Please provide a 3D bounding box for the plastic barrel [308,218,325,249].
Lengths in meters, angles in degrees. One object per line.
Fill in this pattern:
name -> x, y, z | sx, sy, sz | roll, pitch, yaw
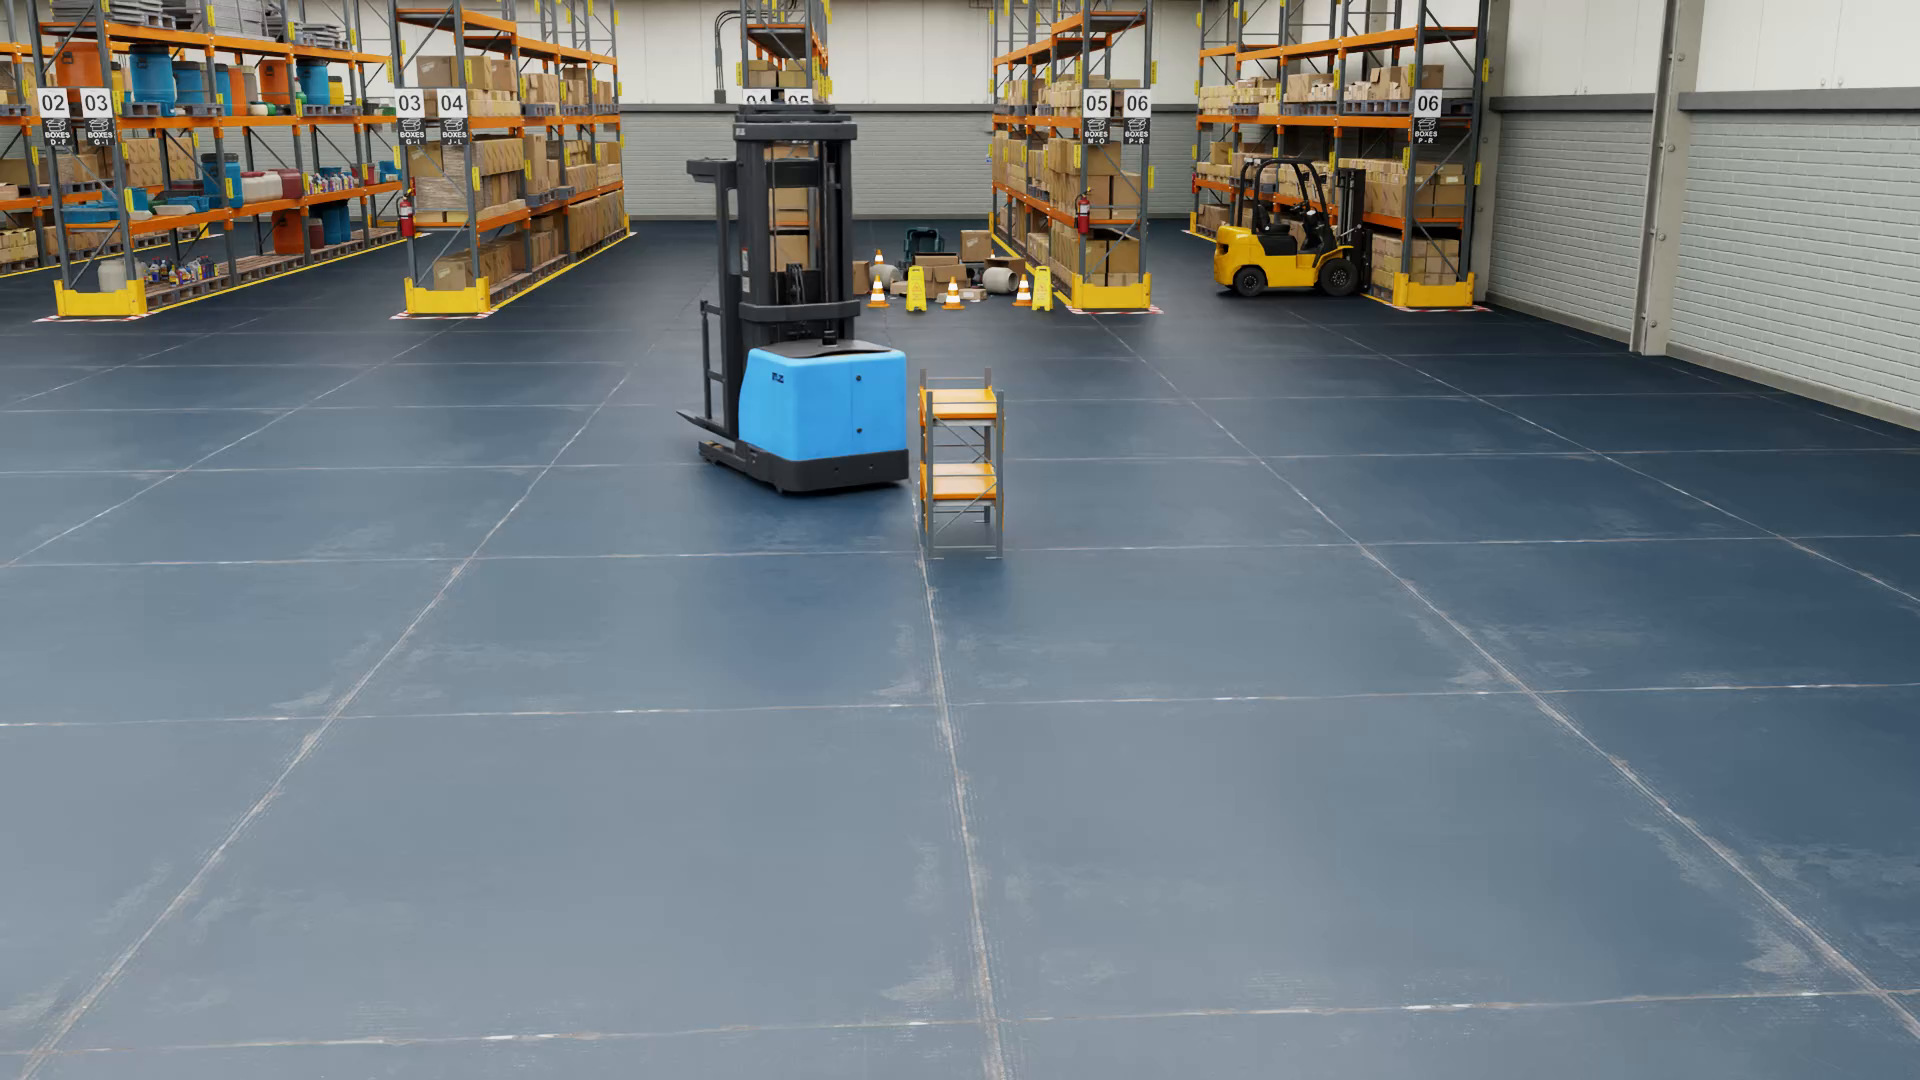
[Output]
plastic barrel -> -13.150, -6.183, 33.534 | 0.600, 0.588, 0.708 | -1, 14, -3

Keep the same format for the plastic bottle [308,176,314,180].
plastic bottle -> -13.609, -7.468, 34.781 | 0.152, 0.276, 0.135 | -1, 14, -3

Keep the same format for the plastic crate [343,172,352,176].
plastic crate -> -13.741, -8.214, 37.648 | 0.416, 0.233, 0.300 | -1, 14, -3

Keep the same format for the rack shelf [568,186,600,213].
rack shelf -> -8.213, -6.971, 34.043 | 1.077, 0.370, 4.000 | -1, 14, -3

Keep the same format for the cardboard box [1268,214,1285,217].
cardboard box -> 6.425, -6.546, 33.819 | 0.380, 0.149, 0.250 | -2, 15, -6

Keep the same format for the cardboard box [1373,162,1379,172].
cardboard box -> 6.840, -5.971, 26.614 | 0.380, 0.149, 0.250 | -1, 14, -2

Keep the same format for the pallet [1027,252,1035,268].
pallet -> 1.849, -5.430, 32.207 | 1.003, 0.211, 1.213 | -1, 14, -3

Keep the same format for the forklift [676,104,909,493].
forklift -> -1.565, -2.100, 13.805 | 1.130, 2.935, 3.031 | -8, 16, -28

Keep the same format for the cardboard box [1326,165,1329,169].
cardboard box -> 6.764, -6.627, 29.761 | 0.380, 0.149, 0.250 | -1, 14, -3

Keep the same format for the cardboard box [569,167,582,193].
cardboard box -> -7.917, -7.251, 33.487 | 0.500, 0.500, 0.500 | -1, 14, -4

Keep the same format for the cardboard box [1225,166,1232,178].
cardboard box -> 6.233, -8.241, 37.242 | 0.500, 0.250, 0.500 | -1, 14, -2

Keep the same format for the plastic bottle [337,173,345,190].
plastic bottle -> -12.885, -7.447, 34.548 | 0.144, 0.351, 0.185 | -1, 14, -3

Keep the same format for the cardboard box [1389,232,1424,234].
cardboard box -> 7.331, -4.917, 27.287 | 0.500, 0.250, 0.500 | -1, 14, -5

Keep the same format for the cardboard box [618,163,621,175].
cardboard box -> -8.290, -8.766, 39.282 | 0.500, 0.250, 0.500 | -1, 14, -4

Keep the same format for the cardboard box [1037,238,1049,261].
cardboard box -> 1.922, -5.393, 30.897 | 0.950, 0.372, 0.625 | 0, 14, -2

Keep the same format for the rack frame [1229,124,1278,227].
rack frame -> 6.508, -8.047, 36.782 | 1.000, 3.000, 0.127 | -1, 14, -3

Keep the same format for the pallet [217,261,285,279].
pallet -> -12.951, -4.899, 30.143 | 1.003, 0.211, 1.213 | -1, 14, -3

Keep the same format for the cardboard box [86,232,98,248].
cardboard box -> -17.821, -6.175, 33.638 | 0.500, 0.500, 0.500 | -1, 14, -5

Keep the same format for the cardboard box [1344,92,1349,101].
cardboard box -> 6.728, -7.524, 28.190 | 0.380, 0.149, 0.250 | -1, 14, -2

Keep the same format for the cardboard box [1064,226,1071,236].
cardboard box -> 1.871, -4.948, 26.605 | 0.380, 0.149, 0.250 | 0, 14, -1

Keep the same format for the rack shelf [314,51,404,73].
rack shelf -> -13.404, -10.601, 36.914 | 1.077, 0.370, 4.000 | -1, 14, -3

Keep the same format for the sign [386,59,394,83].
sign -> -8.149, -6.710, 23.789 | 0.100, 0.325, 0.005 | -1, 14, -3

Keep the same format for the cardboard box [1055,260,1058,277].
cardboard box -> 1.861, -4.568, 27.937 | 0.500, 0.250, 0.500 | 0, 14, 0

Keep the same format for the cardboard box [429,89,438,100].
cardboard box -> -7.821, -6.536, 24.391 | 0.380, 0.149, 0.250 | -1, 14, -5

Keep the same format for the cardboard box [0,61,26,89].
cardboard box -> -17.997, -8.764, 31.341 | 0.500, 0.500, 0.500 | -1, 14, -3

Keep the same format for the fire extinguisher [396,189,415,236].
fire extinguisher -> -8.046, -4.759, 24.159 | 0.296, 0.674, 0.183 | -1, 14, -3

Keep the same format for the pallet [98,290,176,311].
pallet -> -12.634, -3.626, 25.194 | 1.003, 0.211, 1.213 | -1, 14, -3

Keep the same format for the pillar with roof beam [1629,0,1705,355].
pillar with roof beam -> 4.183, -6.596, 19.105 | 9.100, 9.000, 0.400 | -1, 14, -3

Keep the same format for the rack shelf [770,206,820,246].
rack shelf -> -2.761, -5.033, 26.510 | 1.077, 0.370, 4.000 | -1, 14, -3

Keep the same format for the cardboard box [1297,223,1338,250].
cardboard box -> 6.871, -5.620, 31.274 | 0.875, 0.625, 0.625 | -1, 15, -6

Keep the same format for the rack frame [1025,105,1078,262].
rack frame -> 1.802, -6.975, 32.615 | 1.000, 3.000, 0.127 | -1, 14, -3

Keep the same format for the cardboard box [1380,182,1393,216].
cardboard box -> 6.936, -5.359, 26.133 | 0.500, 0.500, 0.500 | 0, 14, -2

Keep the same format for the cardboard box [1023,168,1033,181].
cardboard box -> 1.518, -7.261, 33.024 | 0.500, 0.250, 0.500 | -1, 14, -4

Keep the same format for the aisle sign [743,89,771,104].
aisle sign -> -2.932, -6.120, 24.077 | 0.394, 0.787, 0.004 | -1, 14, -3

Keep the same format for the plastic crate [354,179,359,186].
plastic crate -> -13.167, -7.759, 36.073 | 0.396, 0.136, 0.243 | -1, 14, -3

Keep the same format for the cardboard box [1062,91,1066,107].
cardboard box -> 1.896, -7.012, 26.444 | 0.500, 0.250, 0.500 | -1, 14, -3

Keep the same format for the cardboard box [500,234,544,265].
cardboard box -> -7.904, -5.241, 30.008 | 0.700, 0.500, 0.500 | -2, 15, -8

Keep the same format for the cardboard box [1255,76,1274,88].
cardboard box -> 6.595, -9.900, 35.995 | 0.396, 0.266, 0.258 | -1, 14, -4

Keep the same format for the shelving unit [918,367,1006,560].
shelving unit -> 0.000, -0.546, 11.393 | 0.538, 1.125, 1.048 | -1, 14, -3

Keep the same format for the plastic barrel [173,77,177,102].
plastic barrel -> -12.954, -7.351, 26.988 | 0.421, 0.512, 0.421 | 0, 14, 0

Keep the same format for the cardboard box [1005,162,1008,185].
cardboard box -> 1.270, -8.129, 36.902 | 0.500, 0.500, 0.500 | -1, 14, -3

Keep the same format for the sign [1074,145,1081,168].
sign -> 1.742, -5.695, 24.684 | 0.100, 0.325, 0.005 | -1, 14, -3

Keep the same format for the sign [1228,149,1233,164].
sign -> 5.967, -8.456, 36.635 | 0.100, 0.325, 0.005 | -1, 14, -3

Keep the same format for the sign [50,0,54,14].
sign -> -18.767, -11.057, 34.407 | 0.100, 0.325, 0.005 | -1, 14, -3

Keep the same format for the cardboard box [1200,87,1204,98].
cardboard box -> 6.037, -10.694, 39.750 | 0.500, 0.250, 0.500 | -1, 14, -4

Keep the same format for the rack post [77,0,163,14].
rack post -> -12.688, -8.106, 25.123 | 0.937, 0.300, 0.954 | -1, 14, -4

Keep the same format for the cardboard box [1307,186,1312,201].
cardboard box -> 6.674, -6.355, 30.507 | 0.500, 0.250, 0.500 | -1, 14, -3

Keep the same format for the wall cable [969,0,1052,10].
wall cable -> 1.423, -13.291, 45.124 | 2.355, 3.000, 0.029 | -1, 14, -3

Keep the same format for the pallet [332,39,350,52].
pallet -> -13.199, -10.155, 34.117 | 1.003, 0.211, 1.213 | -1, 14, -3

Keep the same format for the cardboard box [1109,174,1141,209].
cardboard box -> 2.545, -5.300, 25.307 | 0.500, 0.500, 0.500 | -1, 14, -4

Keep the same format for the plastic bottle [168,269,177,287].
plastic bottle -> -12.338, -4.103, 26.046 | 0.097, 0.271, 0.097 | 0, 14, 0

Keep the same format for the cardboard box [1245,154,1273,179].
cardboard box -> 6.395, -7.851, 34.977 | 0.700, 0.500, 0.500 | -1, 14, -4

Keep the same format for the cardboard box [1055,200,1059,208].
cardboard box -> 1.816, -5.713, 28.215 | 0.380, 0.149, 0.250 | 0, 14, -2

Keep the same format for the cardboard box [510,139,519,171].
cardboard box -> -7.506, -6.272, 27.078 | 0.500, 0.500, 0.500 | -1, 14, -3

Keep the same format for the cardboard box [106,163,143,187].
cardboard box -> -17.984, -7.844, 35.792 | 0.500, 0.500, 0.500 | -1, 14, -2
